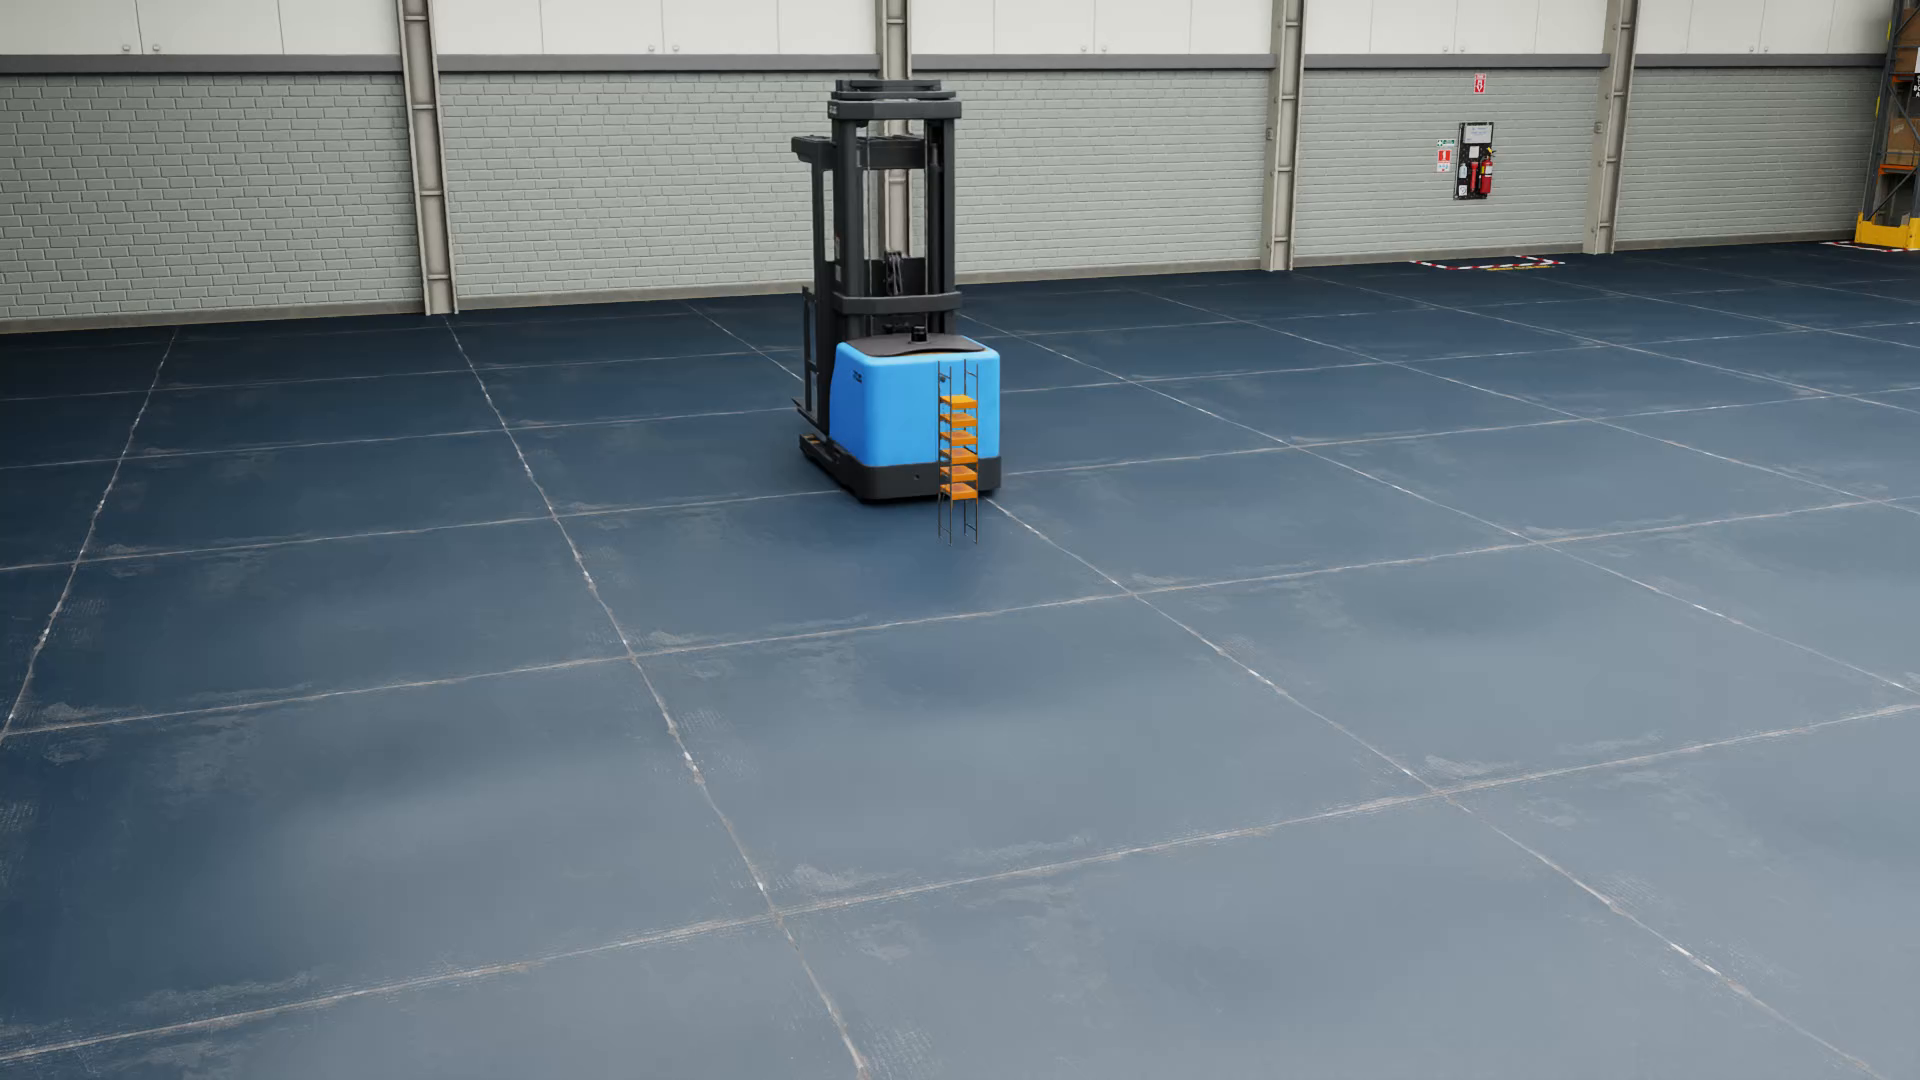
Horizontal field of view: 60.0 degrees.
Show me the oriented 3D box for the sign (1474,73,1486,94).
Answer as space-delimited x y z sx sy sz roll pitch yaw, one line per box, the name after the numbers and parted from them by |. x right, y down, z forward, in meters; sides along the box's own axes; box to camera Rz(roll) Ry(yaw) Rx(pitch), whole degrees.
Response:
7.964 -6.993 25.474 0.199 0.298 0.001 -6 17 -20 | sign

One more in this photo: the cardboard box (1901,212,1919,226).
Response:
16.266 -5.368 28.047 0.500 0.311 0.500 -8 18 -26 | cardboard box

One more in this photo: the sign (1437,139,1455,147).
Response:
7.462 -6.096 25.530 0.331 0.109 0.001 -6 17 -20 | sign

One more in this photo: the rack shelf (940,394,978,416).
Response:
-0.014 -0.877 10.835 0.180 0.103 0.258 -6 17 -20 | rack shelf

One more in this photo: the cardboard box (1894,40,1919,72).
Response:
15.887 -8.007 27.503 0.500 0.500 0.500 -5 17 -16 | cardboard box

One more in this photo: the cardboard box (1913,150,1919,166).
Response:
16.157 -6.305 27.474 0.500 0.250 0.500 -7 18 -22 | cardboard box

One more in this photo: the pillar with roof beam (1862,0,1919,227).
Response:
17.472 -8.445 23.886 0.400 9.000 9.100 -6 17 -20 | pillar with roof beam

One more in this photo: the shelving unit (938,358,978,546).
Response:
-0.014 -0.574 10.924 0.189 1.200 0.258 -6 17 -20 | shelving unit

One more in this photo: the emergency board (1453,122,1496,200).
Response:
8.008 -5.855 25.714 0.643 1.169 0.194 -6 17 -20 | emergency board

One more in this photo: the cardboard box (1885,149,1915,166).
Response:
15.955 -6.437 27.925 0.500 0.250 0.500 -6 17 -19 | cardboard box

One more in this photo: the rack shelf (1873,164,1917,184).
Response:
17.455 -6.258 28.361 4.000 0.370 1.077 -6 17 -20 | rack shelf

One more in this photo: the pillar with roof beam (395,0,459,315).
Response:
-4.939 -6.025 15.646 0.400 9.000 9.100 -6 17 -20 | pillar with roof beam

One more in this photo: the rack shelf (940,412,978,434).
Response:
-0.014 -0.762 10.869 0.180 0.103 0.258 -6 17 -20 | rack shelf

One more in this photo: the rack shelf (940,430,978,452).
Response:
-0.014 -0.647 10.903 0.180 0.103 0.258 -6 17 -20 | rack shelf

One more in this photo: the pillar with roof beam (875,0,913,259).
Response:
0.664 -6.630 17.706 0.400 9.000 9.100 -6 17 -20 | pillar with roof beam

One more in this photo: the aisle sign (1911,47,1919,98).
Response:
15.628 -7.562 26.913 0.004 0.787 0.394 -6 17 -20 | aisle sign

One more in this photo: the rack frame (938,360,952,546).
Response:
-0.099 -0.565 10.893 0.006 1.200 0.240 -6 17 -20 | rack frame

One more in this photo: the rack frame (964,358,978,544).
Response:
0.072 -0.583 10.956 0.006 1.200 0.240 -6 17 -20 | rack frame

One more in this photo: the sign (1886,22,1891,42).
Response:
15.408 -8.413 27.530 0.005 0.325 0.100 -6 17 -20 | sign

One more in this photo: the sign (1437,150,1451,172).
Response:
7.454 -5.844 25.611 0.234 0.329 0.001 -6 17 -20 | sign

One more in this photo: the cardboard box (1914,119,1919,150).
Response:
16.141 -6.668 27.380 0.500 0.500 0.500 -6 17 -20 | cardboard box

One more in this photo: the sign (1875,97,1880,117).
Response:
15.408 -7.256 27.869 0.005 0.325 0.100 -6 17 -20 | sign

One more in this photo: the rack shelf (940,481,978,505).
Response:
-0.014 -0.301 11.004 0.180 0.103 0.258 -6 17 -20 | rack shelf

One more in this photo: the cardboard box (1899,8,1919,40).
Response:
15.897 -8.490 27.375 0.500 0.500 0.500 -5 17 -18 | cardboard box

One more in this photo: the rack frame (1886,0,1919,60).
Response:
15.587 -9.280 26.728 0.127 3.000 1.000 -6 17 -20 | rack frame

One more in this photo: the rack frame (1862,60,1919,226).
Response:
15.587 -6.401 27.573 0.127 3.000 1.000 -6 17 -20 | rack frame

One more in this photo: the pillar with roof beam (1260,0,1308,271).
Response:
6.267 -7.235 19.766 0.400 9.000 9.100 -6 17 -20 | pillar with roof beam

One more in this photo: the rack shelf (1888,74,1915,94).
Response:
17.455 -7.697 27.938 4.000 0.370 1.077 -6 17 -20 | rack shelf

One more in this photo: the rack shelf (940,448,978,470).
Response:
-0.014 -0.532 10.937 0.180 0.103 0.258 -6 17 -20 | rack shelf

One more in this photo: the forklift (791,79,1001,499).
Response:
-0.658 -2.068 12.939 1.130 2.935 3.031 -6 17 -18 | forklift

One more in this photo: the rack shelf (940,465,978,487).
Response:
-0.014 -0.416 10.971 0.180 0.103 0.258 -6 17 -20 | rack shelf

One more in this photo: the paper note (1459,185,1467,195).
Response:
7.818 -5.433 25.839 0.142 0.148 0.016 -6 17 -20 | paper note

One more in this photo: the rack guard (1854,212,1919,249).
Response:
15.658 -5.210 27.951 0.348 0.500 1.175 -6 17 -20 | rack guard

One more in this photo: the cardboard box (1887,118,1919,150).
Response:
15.952 -6.802 27.838 0.500 0.500 0.500 -6 18 -21 | cardboard box

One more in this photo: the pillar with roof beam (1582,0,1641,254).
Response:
11.869 -7.840 21.826 0.400 9.000 9.100 -6 17 -20 | pillar with roof beam
